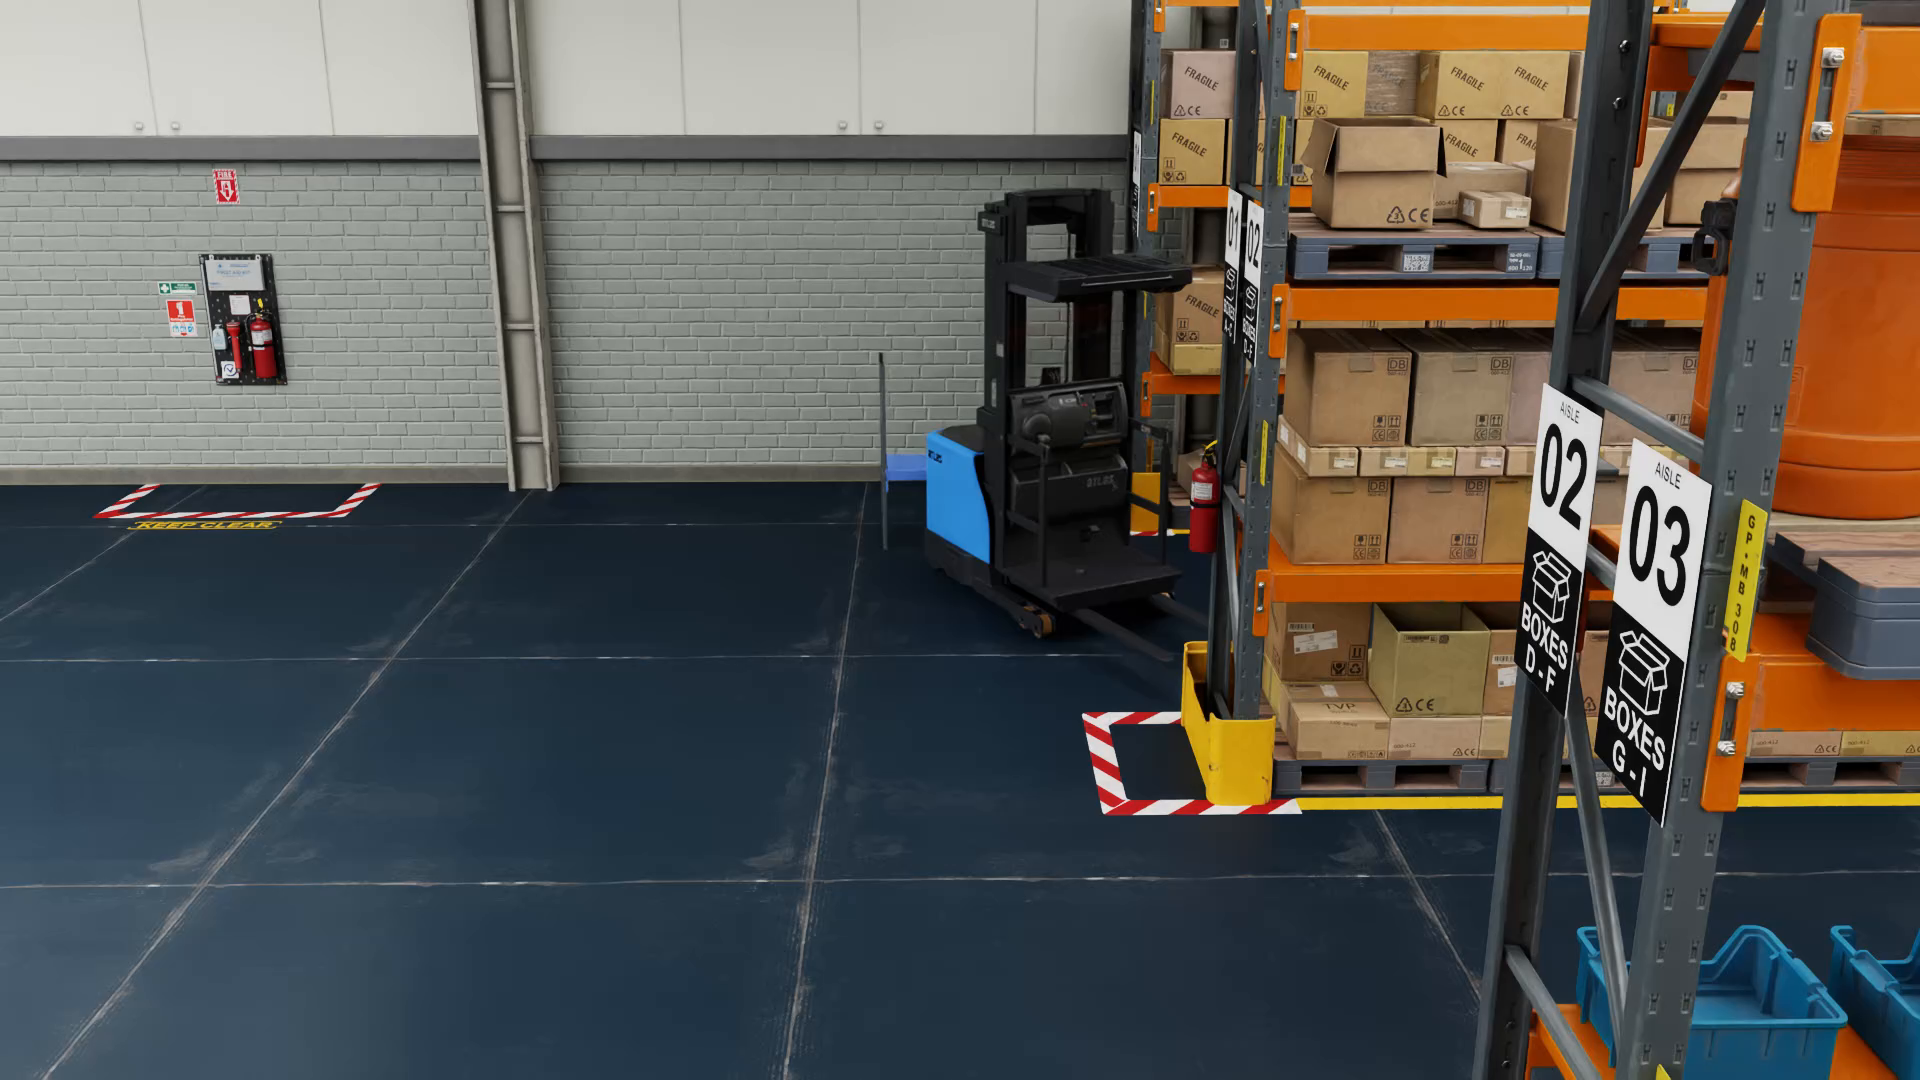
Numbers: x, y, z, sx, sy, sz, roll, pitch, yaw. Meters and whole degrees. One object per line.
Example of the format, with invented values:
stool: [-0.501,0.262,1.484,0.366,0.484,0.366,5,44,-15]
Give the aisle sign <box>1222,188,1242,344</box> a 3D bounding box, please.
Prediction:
aisle sign: [1.475,-1.490,9.027,0.004,0.787,0.394,0,18,-1]

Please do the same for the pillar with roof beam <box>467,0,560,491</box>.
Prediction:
pillar with roof beam: [-3.782,-3.457,9.591,0.400,9.000,9.100,0,18,-1]

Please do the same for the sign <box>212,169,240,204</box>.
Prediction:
sign: [-6.331,-3.049,14.345,0.199,0.298,0.001,0,18,-1]

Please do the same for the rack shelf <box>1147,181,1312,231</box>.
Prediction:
rack shelf: [3.463,-2.771,13.544,4.000,0.370,1.077,0,18,-1]

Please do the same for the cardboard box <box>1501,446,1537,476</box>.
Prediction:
cardboard box: [2.973,-0.461,8.849,0.250,0.149,0.380,-1,18,-3]

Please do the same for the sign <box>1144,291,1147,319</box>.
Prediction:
sign: [1.472,-1.923,13.213,0.005,0.325,0.100,0,18,-1]

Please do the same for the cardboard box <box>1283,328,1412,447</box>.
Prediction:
cardboard box: [2.065,-0.827,8.928,0.500,0.500,0.700,0,18,-1]

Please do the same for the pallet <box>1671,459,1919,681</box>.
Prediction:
pallet: [2.448,0.037,3.919,1.213,0.211,1.003,0,18,-1]

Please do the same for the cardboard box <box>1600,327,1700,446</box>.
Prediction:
cardboard box: [3.596,-0.836,8.957,0.500,0.500,0.700,0,18,-1]

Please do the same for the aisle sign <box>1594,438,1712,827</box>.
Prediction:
aisle sign: [1.552,0.202,3.752,0.004,0.787,0.394,0,18,-1]

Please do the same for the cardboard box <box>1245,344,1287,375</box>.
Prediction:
cardboard box: [2.475,-1.526,13.608,0.500,0.250,0.500,-1,18,-3]

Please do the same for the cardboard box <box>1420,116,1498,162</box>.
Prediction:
cardboard box: [3.902,-3.090,13.163,0.500,0.500,0.500,-1,18,-3]

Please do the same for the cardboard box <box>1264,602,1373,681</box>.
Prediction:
cardboard box: [2.077,0.496,9.678,0.500,0.500,0.500,0,18,-1]

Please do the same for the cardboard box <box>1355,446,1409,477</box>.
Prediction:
cardboard box: [2.205,-0.458,8.839,0.250,0.149,0.380,-1,18,-2]

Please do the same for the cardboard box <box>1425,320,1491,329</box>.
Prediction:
cardboard box: [3.992,-1.891,13.515,0.500,0.500,0.500,-1,18,-2]

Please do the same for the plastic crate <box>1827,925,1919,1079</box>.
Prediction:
plastic crate: [2.765,1.325,4.749,0.408,0.251,0.499,0,18,-1]

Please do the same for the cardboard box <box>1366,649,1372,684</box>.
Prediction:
cardboard box: [2.577,0.847,9.810,0.500,0.250,0.500,0,18,-1]

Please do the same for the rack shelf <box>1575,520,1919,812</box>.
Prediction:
rack shelf: [3.619,0.254,4.111,4.000,0.370,1.077,0,18,-1]

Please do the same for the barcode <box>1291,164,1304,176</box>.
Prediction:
barcode: [1.839,-2.017,9.062,0.075,0.075,0.001,0,18,-1]

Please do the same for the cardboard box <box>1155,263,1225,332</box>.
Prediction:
cardboard box: [1.931,-2.038,13.977,0.500,0.500,0.500,0,18,-1]

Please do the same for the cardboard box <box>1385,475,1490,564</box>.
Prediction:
cardboard box: [2.537,-0.213,9.138,0.500,0.500,0.700,0,18,1]

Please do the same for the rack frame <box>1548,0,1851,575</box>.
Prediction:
rack frame: [1.620,-1.507,3.513,0.127,3.000,1.000,0,18,-1]

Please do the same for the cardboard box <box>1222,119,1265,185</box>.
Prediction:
cardboard box: [2.339,-3.078,13.126,0.500,0.500,0.500,1,18,3]

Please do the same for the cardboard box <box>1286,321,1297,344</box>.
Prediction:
cardboard box: [2.440,-1.881,13.486,0.500,0.500,0.500,0,18,-1]

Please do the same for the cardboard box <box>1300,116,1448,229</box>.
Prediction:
cardboard box: [2.120,-1.909,8.591,0.637,0.503,0.797,1,18,3]

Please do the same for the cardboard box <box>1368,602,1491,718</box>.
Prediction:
cardboard box: [2.585,0.651,9.192,0.500,0.500,0.500,0,18,-1]

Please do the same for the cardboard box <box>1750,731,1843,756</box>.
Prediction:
cardboard box: [4.584,0.995,9.348,0.500,0.250,0.500,0,18,-1]

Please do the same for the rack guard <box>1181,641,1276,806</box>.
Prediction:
rack guard: [1.521,1.027,9.527,0.348,0.500,1.175,0,18,-1]

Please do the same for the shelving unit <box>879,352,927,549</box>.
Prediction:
shelving unit: [-0.109,-0.729,13.363,1.048,1.500,0.538,-1,18,-4]

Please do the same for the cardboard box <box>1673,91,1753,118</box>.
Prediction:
cardboard box: [6.011,-3.349,13.316,0.500,0.500,0.500,2,18,7]

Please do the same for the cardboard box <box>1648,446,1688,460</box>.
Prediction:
cardboard box: [3.741,-0.464,8.859,0.250,0.149,0.380,0,18,1]

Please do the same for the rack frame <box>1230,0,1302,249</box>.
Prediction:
rack frame: [1.545,-3.020,8.229,0.127,3.000,1.000,0,18,-1]

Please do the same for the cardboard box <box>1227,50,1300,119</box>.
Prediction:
cardboard box: [2.355,-3.552,12.967,0.500,0.500,0.500,0,18,-1]

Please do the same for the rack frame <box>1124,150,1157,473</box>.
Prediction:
rack frame: [1.463,-1.676,13.862,0.127,3.000,1.000,0,18,-1]

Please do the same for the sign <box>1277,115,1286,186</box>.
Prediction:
sign: [1.548,-1.876,8.013,0.005,0.325,0.100,0,18,-1]

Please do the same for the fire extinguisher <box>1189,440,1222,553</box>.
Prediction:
fire extinguisher: [1.420,-0.268,9.598,0.183,0.674,0.296,0,18,-1]

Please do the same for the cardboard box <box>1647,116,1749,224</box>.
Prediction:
cardboard box: [3.896,-1.957,8.741,0.637,0.503,0.797,2,18,5]

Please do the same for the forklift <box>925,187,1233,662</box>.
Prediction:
forklift: [0.871,-0.878,11.486,1.130,2.935,3.031,-9,20,-27]

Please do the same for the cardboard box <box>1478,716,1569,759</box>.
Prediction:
cardboard box: [3.085,1.006,9.316,0.500,0.250,0.500,0,18,-1]

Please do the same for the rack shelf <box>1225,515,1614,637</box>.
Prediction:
rack shelf: [3.545,0.170,9.285,4.000,0.370,1.077,0,18,-1]

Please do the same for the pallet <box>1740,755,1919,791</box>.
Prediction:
pallet: [4.749,1.136,9.659,1.213,0.211,1.003,0,18,-1]

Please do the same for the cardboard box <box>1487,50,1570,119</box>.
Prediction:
cardboard box: [4.415,-3.566,13.009,0.500,0.500,0.500,1,18,2]
